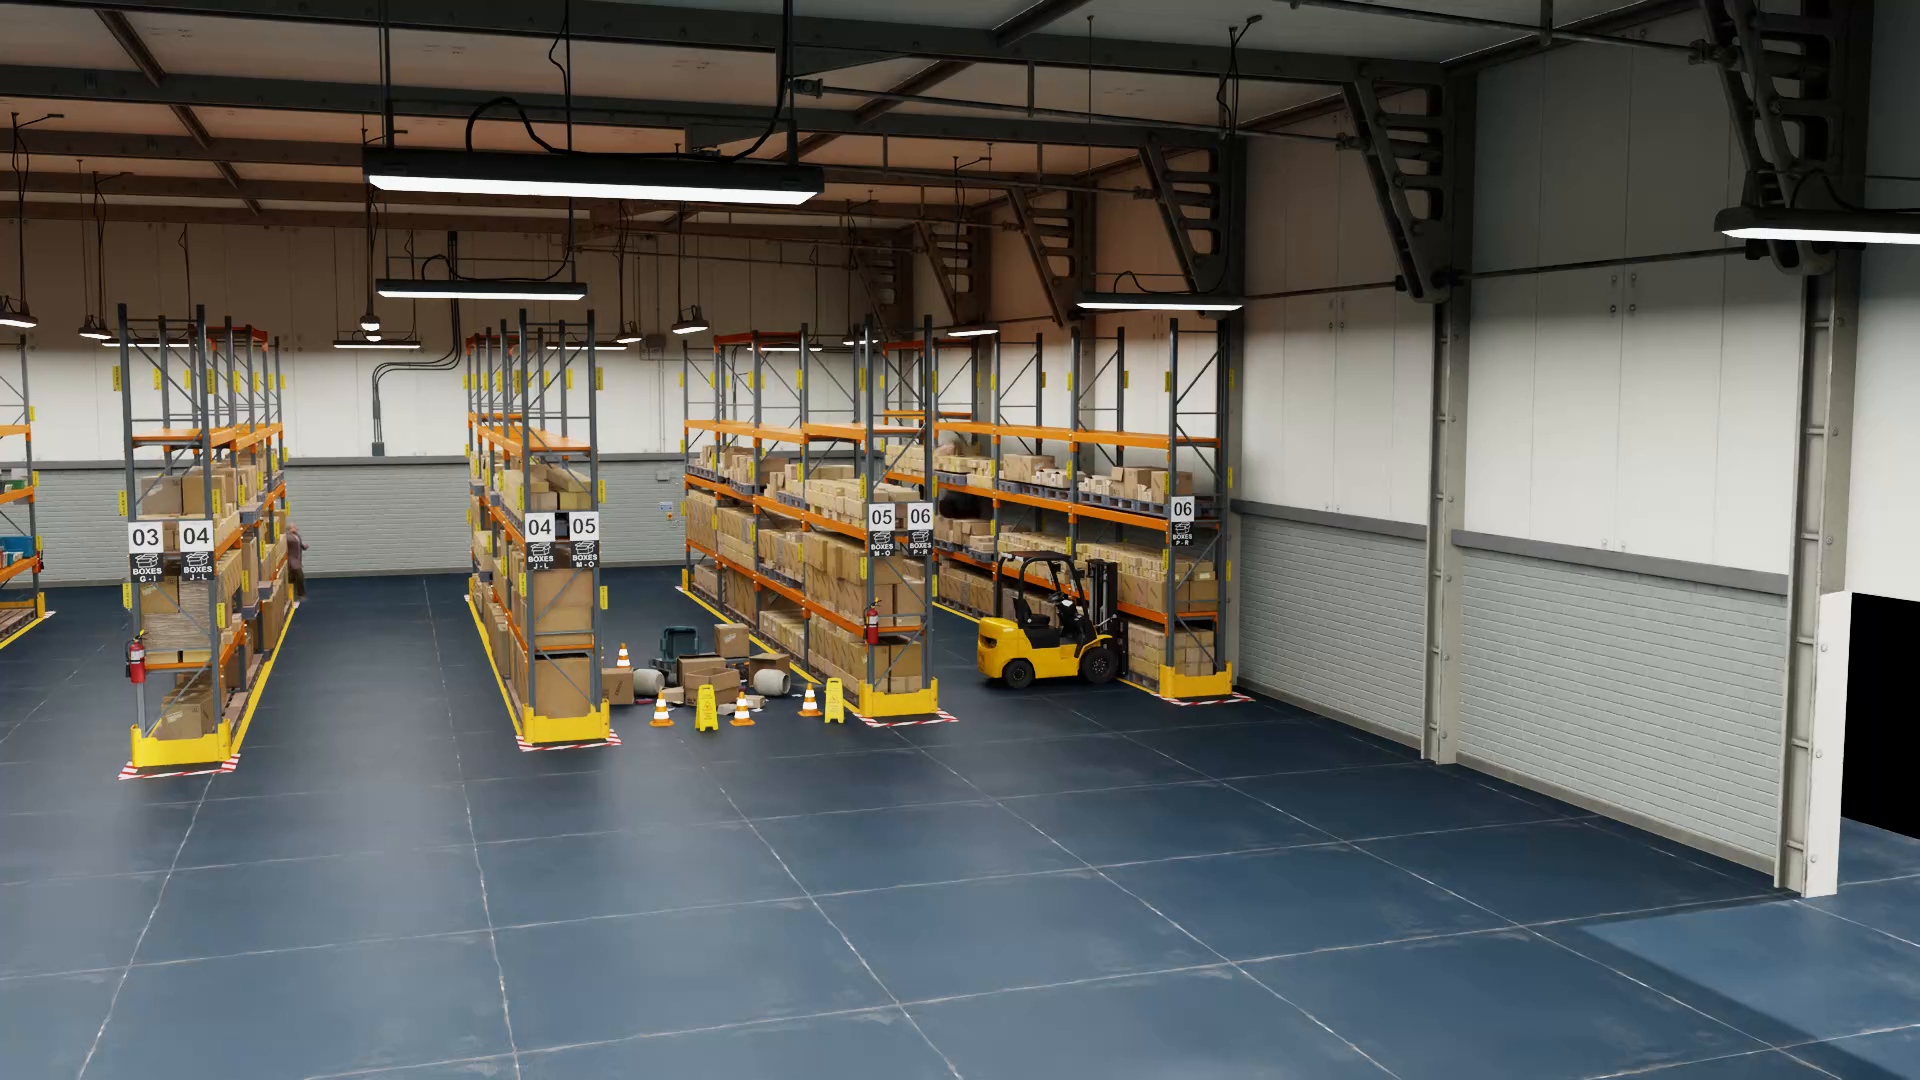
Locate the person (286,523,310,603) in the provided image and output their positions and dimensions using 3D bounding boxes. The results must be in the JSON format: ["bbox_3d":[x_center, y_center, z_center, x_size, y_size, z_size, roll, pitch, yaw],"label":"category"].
[{"bbox_3d":[-15.220,0.515,37.977,0.863,1.830,0.713,1,5,6],"label":"person"}]

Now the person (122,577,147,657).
[{"bbox_3d":[-14.850,1.270,30.178,0.656,1.794,0.769,-2,6,-22],"label":"person"}]
